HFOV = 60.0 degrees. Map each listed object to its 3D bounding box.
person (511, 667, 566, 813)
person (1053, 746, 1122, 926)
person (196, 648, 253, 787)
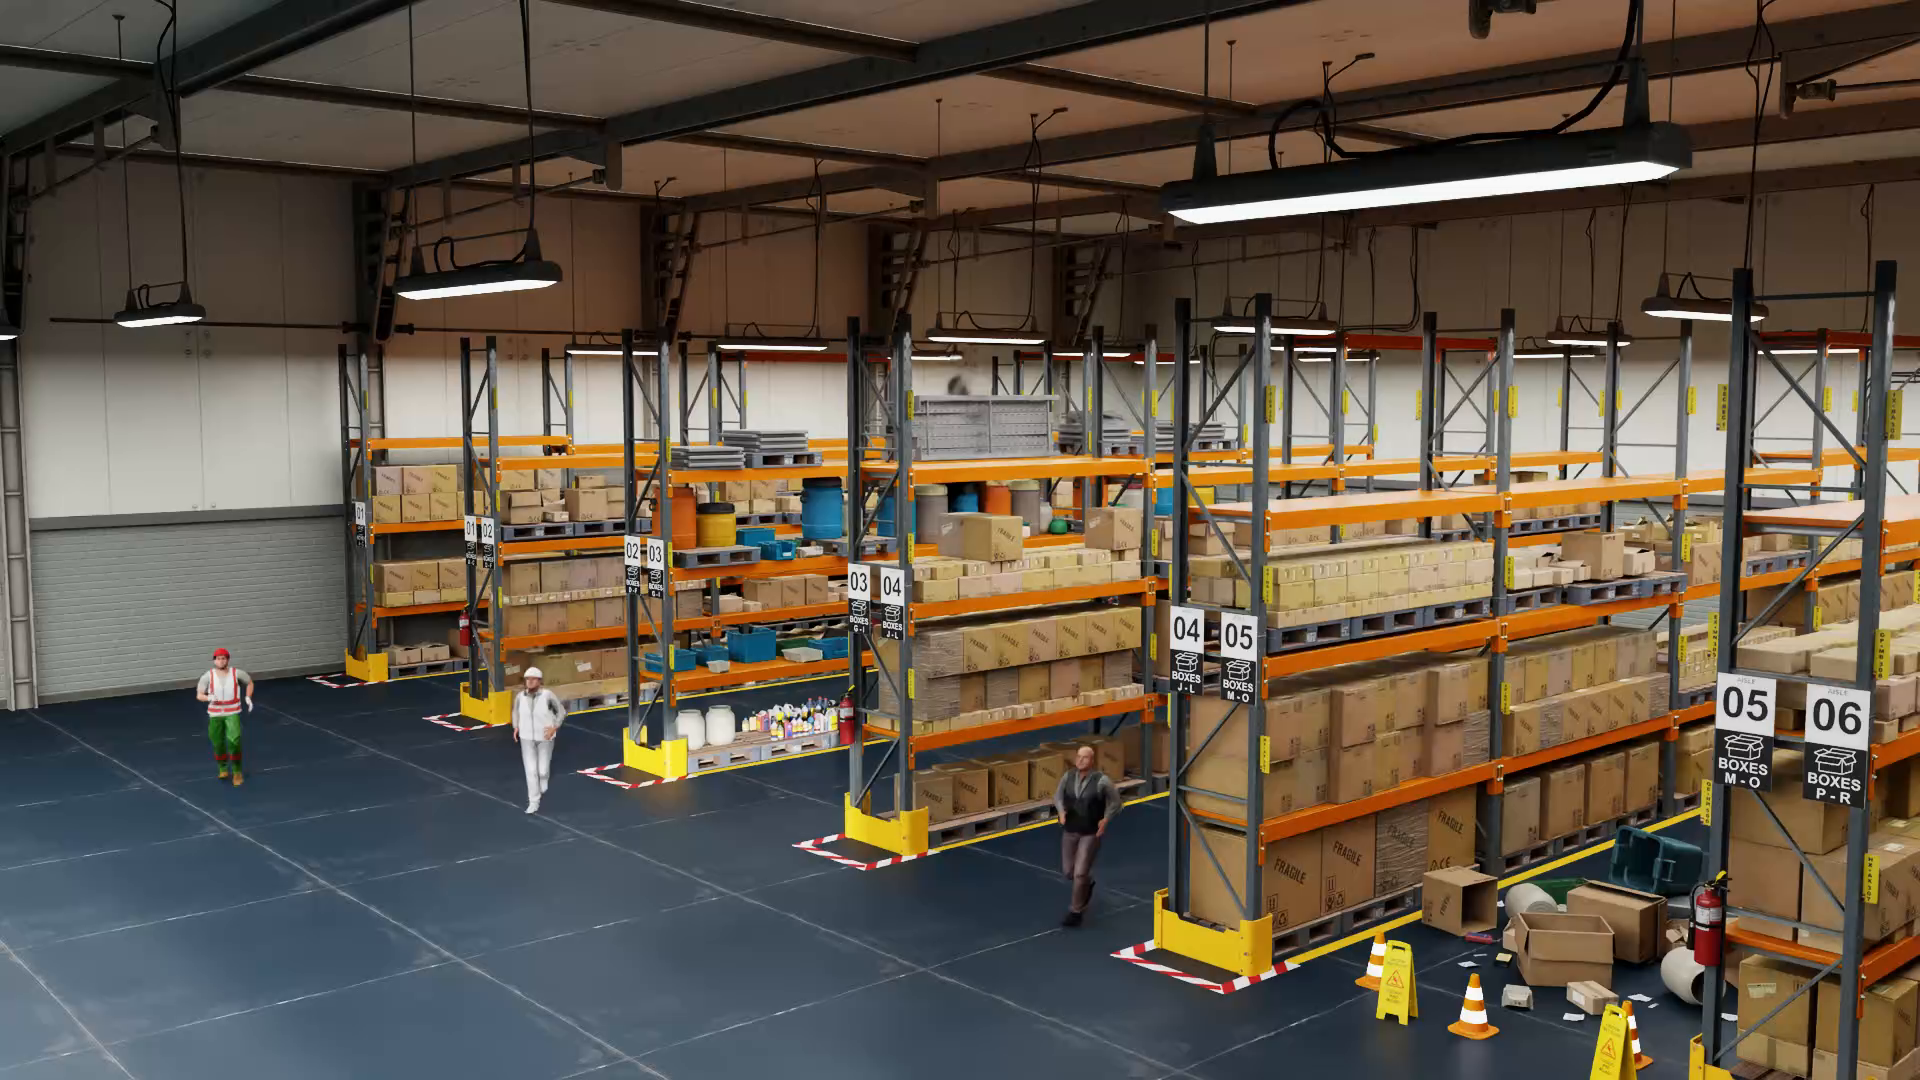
[{"bbox_3d":[-5.229,2.443,20.644,0.677,1.770,0.762,0,5,-1],"label":"person"},{"bbox_3d":[1.209,2.855,16.288,0.644,1.704,0.769,3,6,29],"label":"person"},{"bbox_3d":[-9.633,2.325,21.795,0.659,1.825,0.748,-2,5,-17],"label":"person"}]
